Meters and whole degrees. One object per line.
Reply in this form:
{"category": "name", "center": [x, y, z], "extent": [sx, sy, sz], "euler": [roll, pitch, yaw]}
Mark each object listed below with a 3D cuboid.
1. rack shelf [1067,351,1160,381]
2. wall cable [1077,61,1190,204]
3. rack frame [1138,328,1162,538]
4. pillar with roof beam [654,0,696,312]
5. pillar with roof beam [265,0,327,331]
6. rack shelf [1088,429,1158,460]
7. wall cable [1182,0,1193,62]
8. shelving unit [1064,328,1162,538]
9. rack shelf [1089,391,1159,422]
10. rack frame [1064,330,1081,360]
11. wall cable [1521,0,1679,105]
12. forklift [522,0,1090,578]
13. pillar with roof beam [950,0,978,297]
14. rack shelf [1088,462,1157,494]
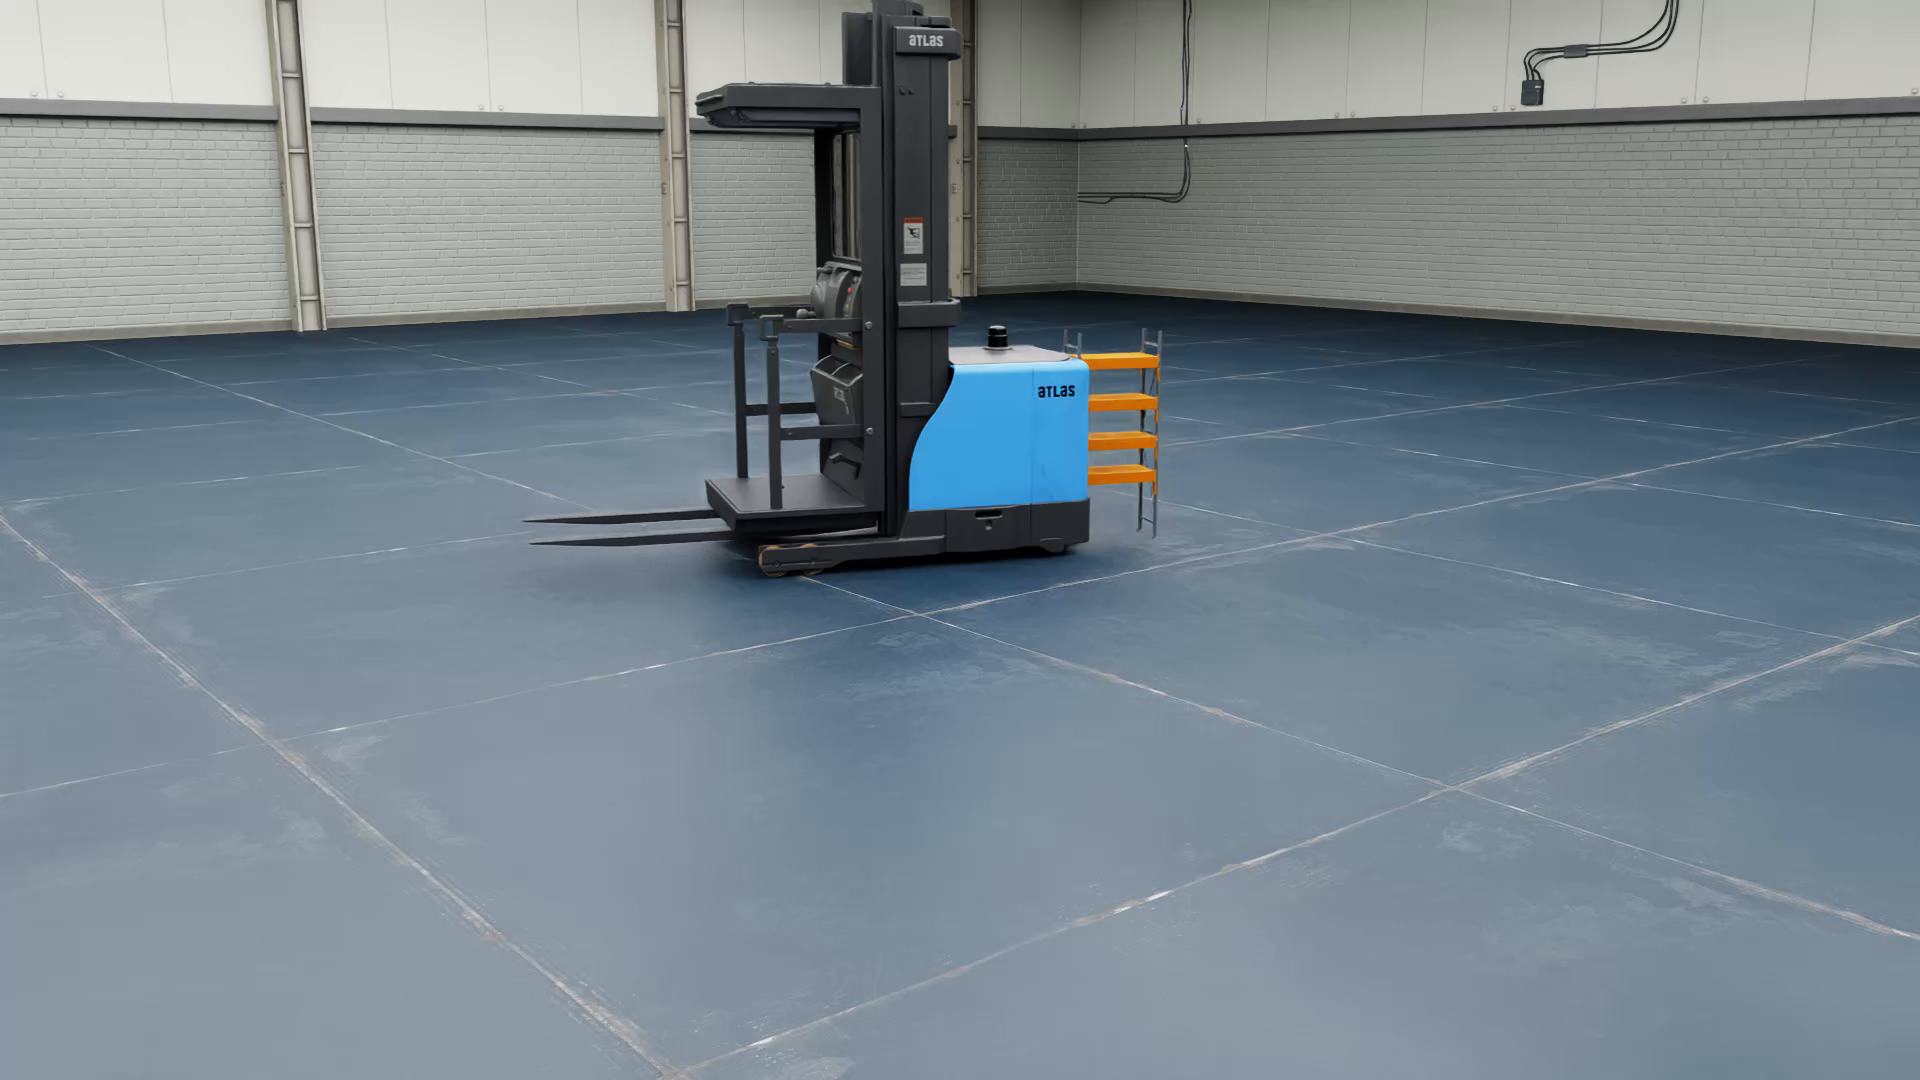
{"category": "rack shelf", "center": [0.870, -0.992, 9.519], "extent": [0.480, 0.148, 0.258], "euler": [-4, 13, -17]}
{"category": "wall cable", "center": [3.199, -7.611, 31.282], "extent": [0.112, 2.526, 3.097], "euler": [-9, 15, -38]}
{"category": "rack frame", "center": [1.103, -0.622, 9.671], "extent": [0.015, 1.200, 0.240], "euler": [-4, 13, -17]}
{"category": "pillar with roof beam", "center": [-1.923, -7.485, 23.215], "extent": [0.400, 9.000, 9.100], "euler": [-9, 15, -38]}
{"category": "pillar with roof beam", "center": [-6.608, -6.707, 19.548], "extent": [0.400, 9.000, 9.100], "euler": [-9, 15, -38]}
{"category": "rack shelf", "center": [0.870, -0.542, 9.614], "extent": [0.480, 0.148, 0.258], "euler": [-4, 13, -17]}
{"category": "wall cable", "center": [4.889, -9.643, 28.691], "extent": [0.112, 2.526, 3.097], "euler": [-9, 15, -38]}
{"category": "shelving unit", "center": [0.870, -0.607, 9.600], "extent": [0.503, 1.200, 0.258], "euler": [-4, 13, -17]}
{"category": "rack shelf", "center": [0.870, -0.760, 9.568], "extent": [0.480, 0.148, 0.258], "euler": [-4, 13, -17]}
{"category": "rack frame", "center": [0.637, -0.592, 9.530], "extent": [0.015, 1.200, 0.240], "euler": [-4, 13, -17]}
{"category": "wall cable", "center": [9.117, -9.252, 23.346], "extent": [0.169, 6.003, 2.305], "euler": [-9, 15, -38]}
{"category": "forklift", "center": [-0.854, -1.360, 8.976], "extent": [3.031, 2.935, 1.130], "euler": [-4, 13, -17]}
{"category": "pillar with roof beam", "center": [2.762, -8.264, 26.881], "extent": [0.400, 9.000, 9.100], "euler": [-9, 15, -38]}
{"category": "rack shelf", "center": [0.870, -0.347, 9.656], "extent": [0.480, 0.148, 0.258], "euler": [-4, 13, -17]}
